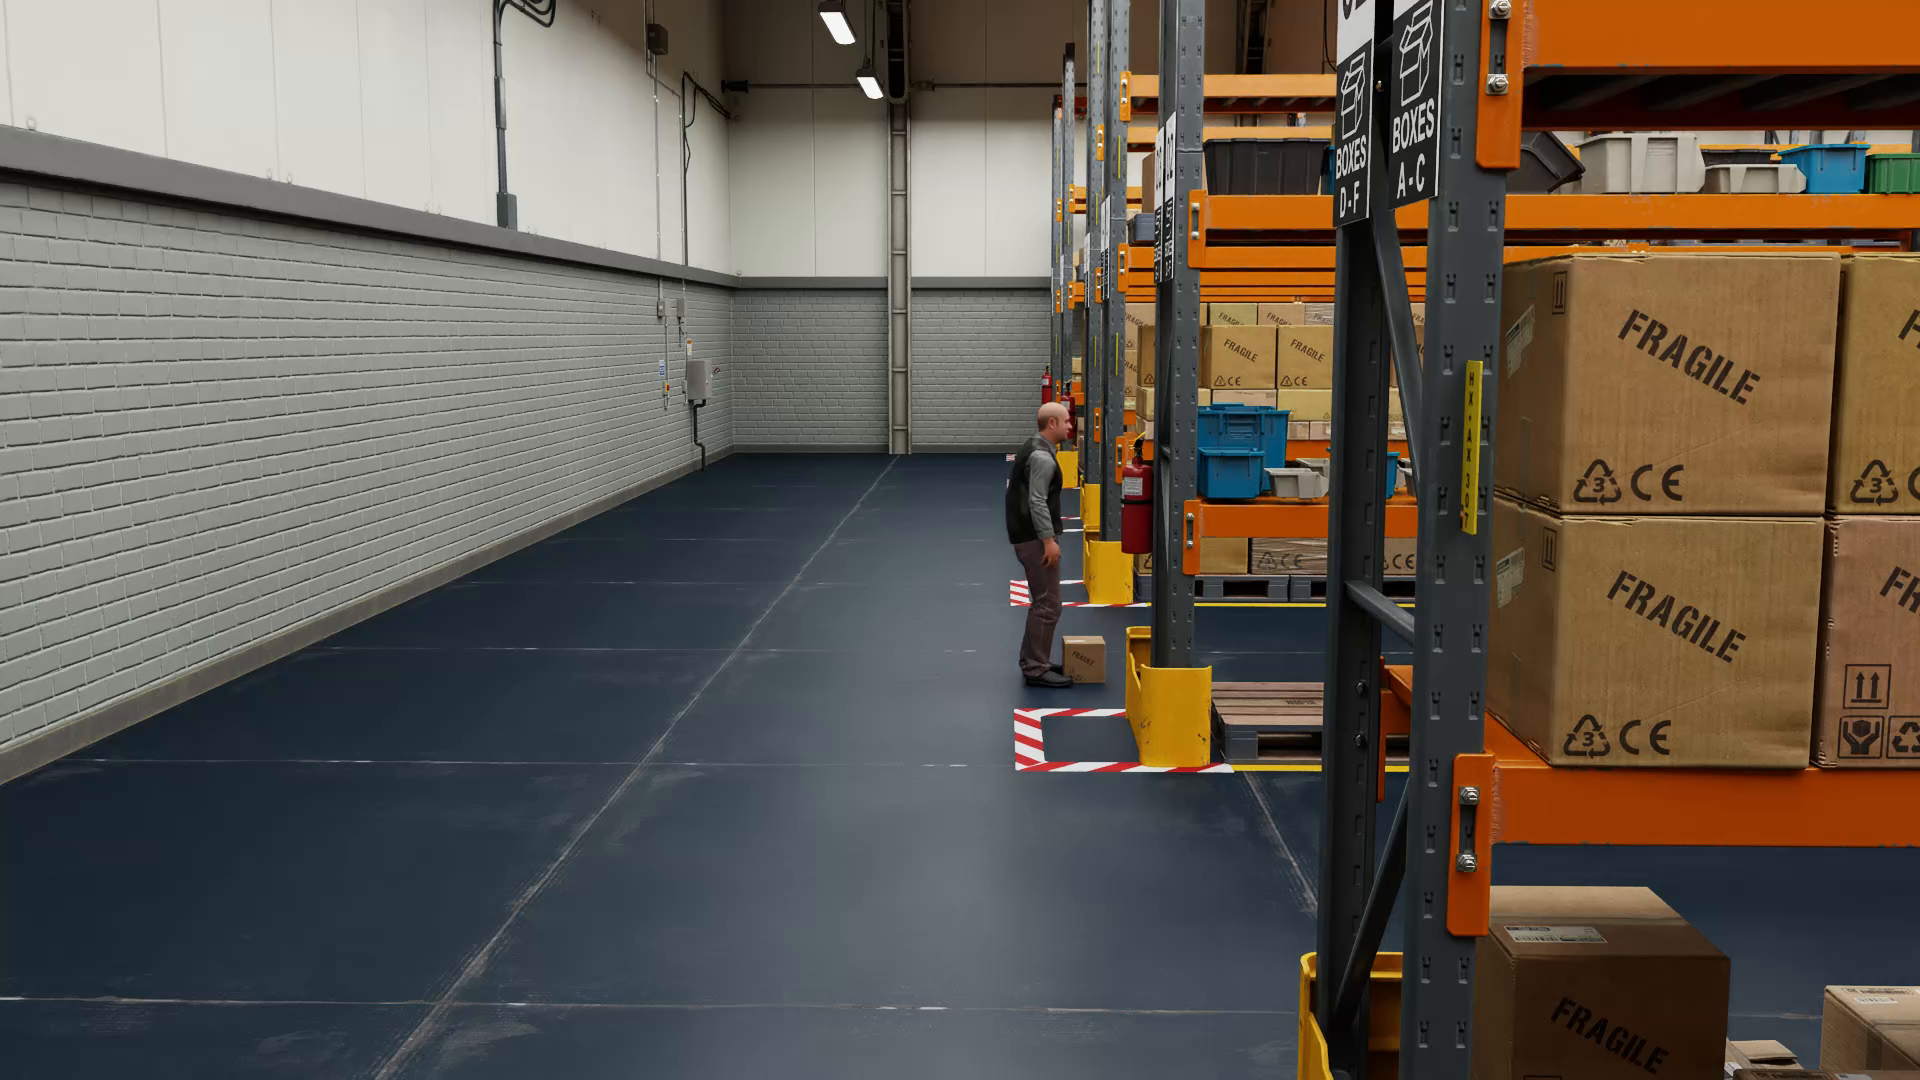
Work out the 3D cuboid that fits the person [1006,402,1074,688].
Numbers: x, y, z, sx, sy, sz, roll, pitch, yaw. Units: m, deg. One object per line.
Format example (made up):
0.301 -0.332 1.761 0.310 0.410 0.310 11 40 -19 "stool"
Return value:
0.489 0.014 10.252 0.418 1.721 0.580 0 7 2 "person"
